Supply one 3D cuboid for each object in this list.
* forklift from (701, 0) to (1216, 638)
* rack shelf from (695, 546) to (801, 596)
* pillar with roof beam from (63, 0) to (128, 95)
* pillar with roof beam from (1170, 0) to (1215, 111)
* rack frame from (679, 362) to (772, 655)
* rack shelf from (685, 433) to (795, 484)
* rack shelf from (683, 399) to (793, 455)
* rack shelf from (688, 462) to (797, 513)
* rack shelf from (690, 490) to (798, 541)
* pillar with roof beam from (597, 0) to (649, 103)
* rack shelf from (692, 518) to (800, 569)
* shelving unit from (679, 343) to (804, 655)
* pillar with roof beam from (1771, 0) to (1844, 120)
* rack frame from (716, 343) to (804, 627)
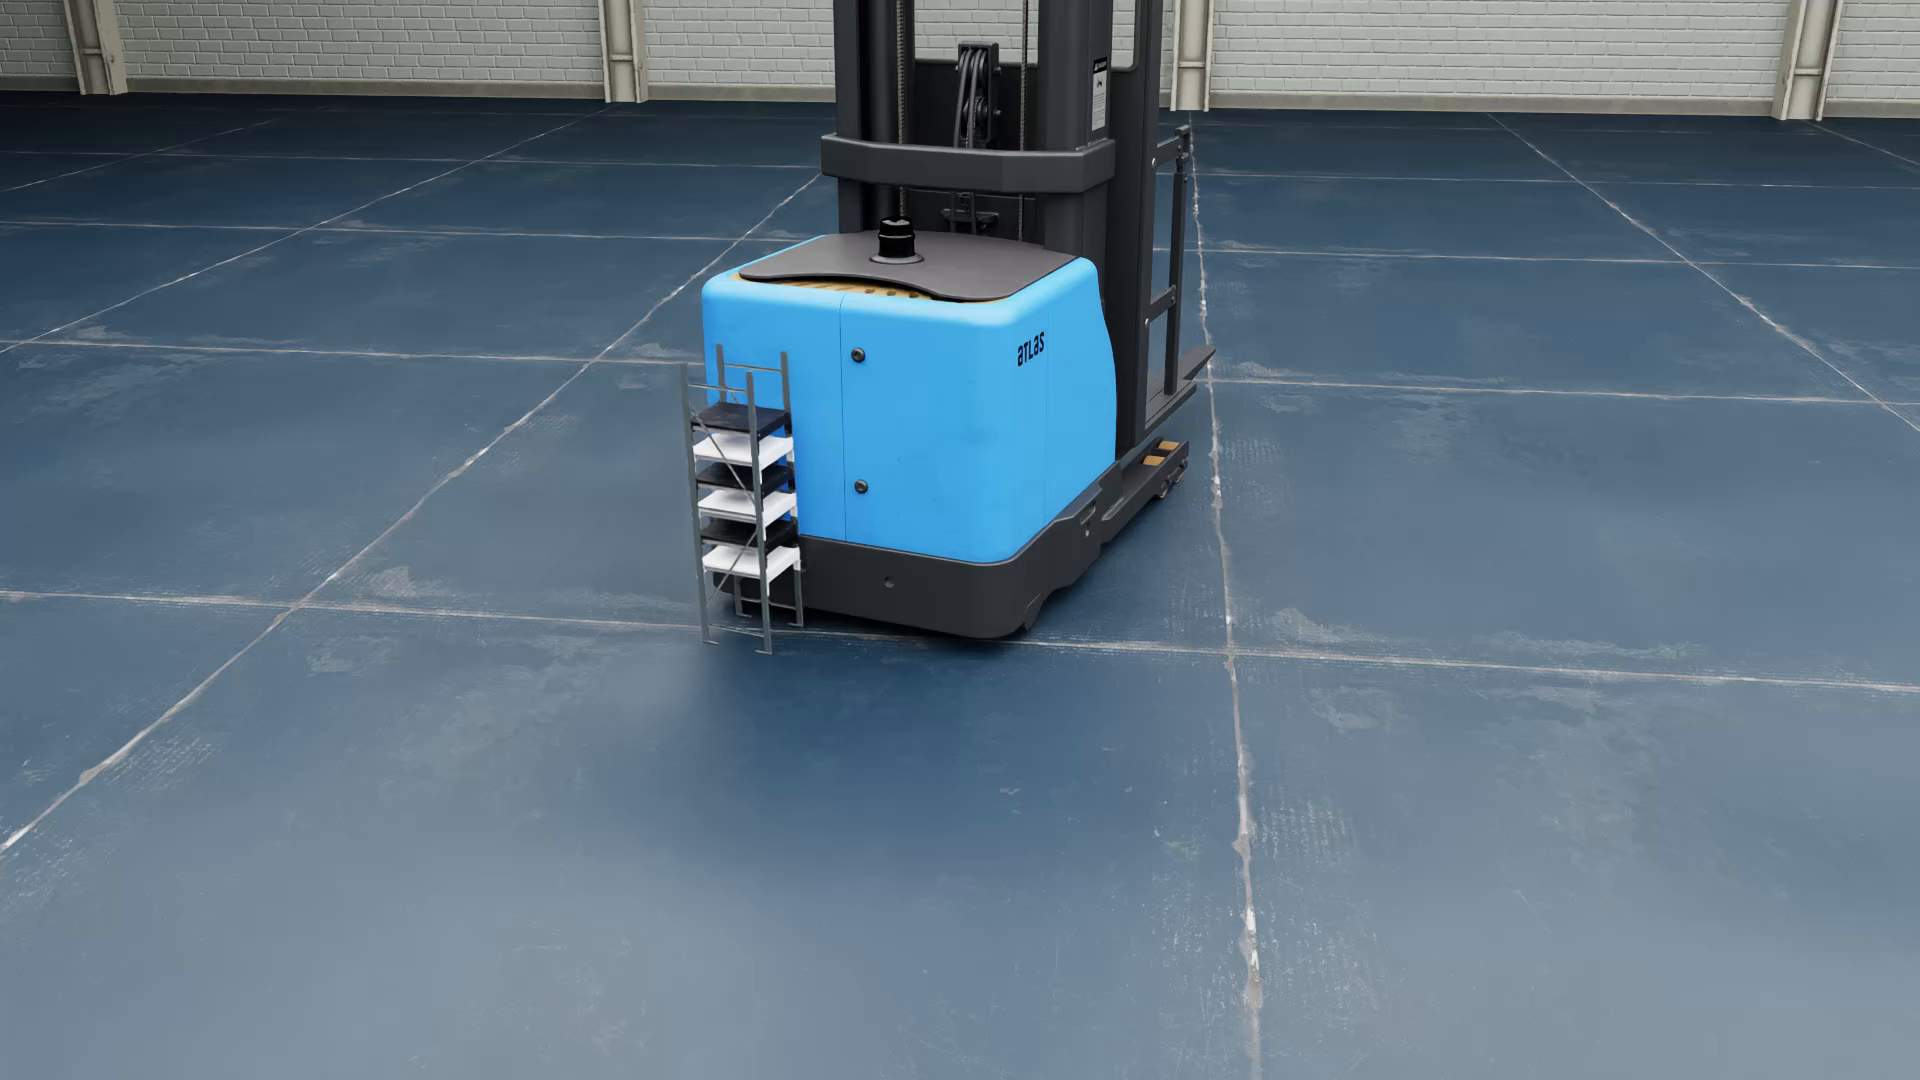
[{"bbox_3d":[0.249,-1.575,5.936,1.130,2.935,3.031,9,23,22],"label":"forklift"},{"bbox_3d":[-0.647,0.077,5.090,0.258,0.077,0.200,9,25,21],"label":"rack shelf"},{"bbox_3d":[-10.046,-7.601,12.926,0.400,9.000,9.100,2,22,6],"label":"pillar with roof beam"},{"bbox_3d":[1.871,-7.082,11.613,0.400,9.000,9.100,2,22,6],"label":"pillar with roof beam"},{"bbox_3d":[-0.690,-0.080,4.919,0.240,0.900,0.006,9,25,21],"label":"rack frame"},{"bbox_3d":[-0.652,-0.253,4.946,0.258,0.077,0.200,9,25,21],"label":"rack shelf"},{"bbox_3d":[-0.653,-0.335,4.910,0.258,0.077,0.200,9,25,21],"label":"rack shelf"},{"bbox_3d":[-0.651,-0.170,4.982,0.258,0.077,0.200,9,25,21],"label":"rack shelf"},{"bbox_3d":[-0.649,-0.088,5.018,0.258,0.077,0.200,9,25,21],"label":"rack shelf"},{"bbox_3d":[-4.087,-7.341,12.269,0.400,9.000,9.100,2,22,6],"label":"pillar with roof beam"},{"bbox_3d":[-0.648,-0.005,5.054,0.258,0.077,0.200,9,25,21],"label":"rack shelf"},{"bbox_3d":[-0.650,-0.118,5.005,0.258,0.900,0.210,9,25,21],"label":"shelving unit"},{"bbox_3d":[7.829,-6.822,10.956,0.400,9.000,9.100,2,22,6],"label":"pillar with roof beam"},{"bbox_3d":[-0.610,-0.156,5.090,0.240,0.900,0.006,9,25,21],"label":"rack frame"}]
